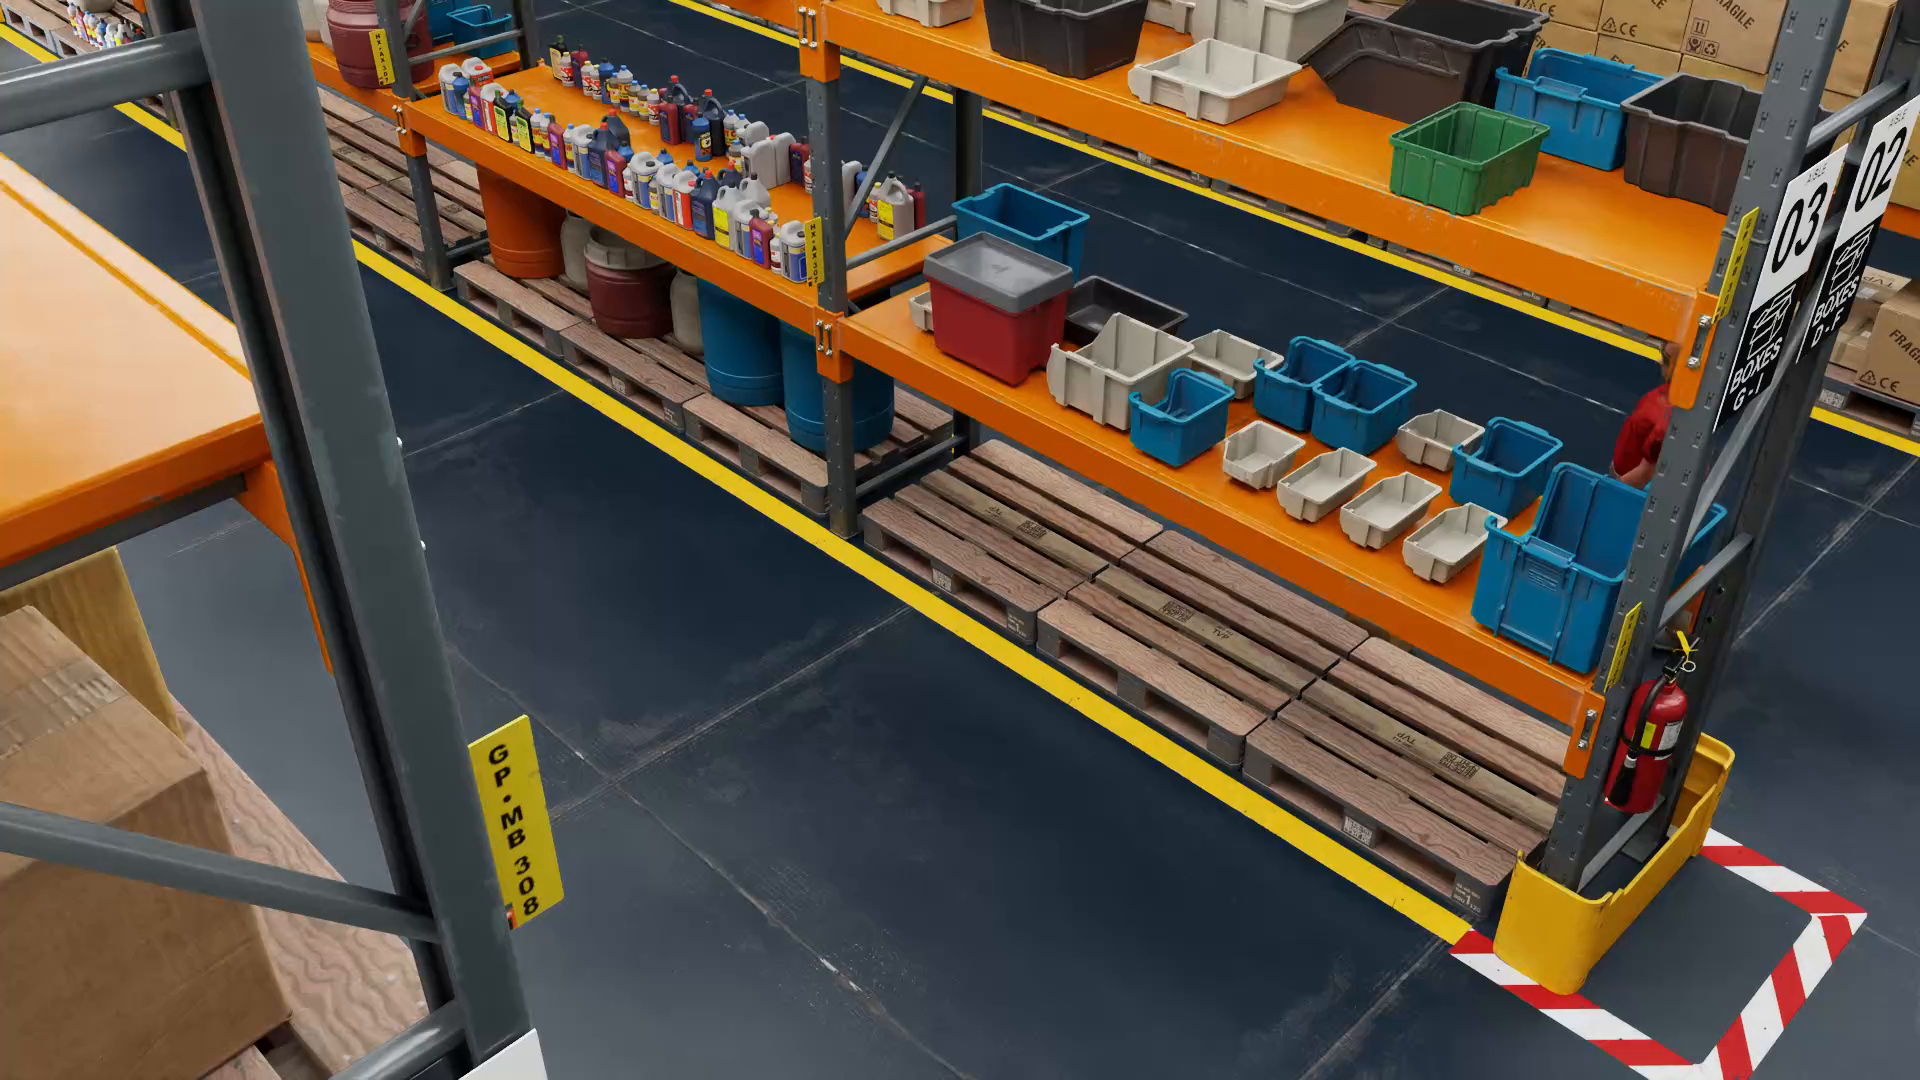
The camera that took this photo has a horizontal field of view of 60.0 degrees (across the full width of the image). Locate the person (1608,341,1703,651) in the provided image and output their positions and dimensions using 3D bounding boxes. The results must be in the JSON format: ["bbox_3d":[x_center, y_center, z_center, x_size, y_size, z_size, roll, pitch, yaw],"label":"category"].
[{"bbox_3d":[3.040,-0.256,7.526,0.965,1.665,0.632,15,38,20],"label":"person"}]
